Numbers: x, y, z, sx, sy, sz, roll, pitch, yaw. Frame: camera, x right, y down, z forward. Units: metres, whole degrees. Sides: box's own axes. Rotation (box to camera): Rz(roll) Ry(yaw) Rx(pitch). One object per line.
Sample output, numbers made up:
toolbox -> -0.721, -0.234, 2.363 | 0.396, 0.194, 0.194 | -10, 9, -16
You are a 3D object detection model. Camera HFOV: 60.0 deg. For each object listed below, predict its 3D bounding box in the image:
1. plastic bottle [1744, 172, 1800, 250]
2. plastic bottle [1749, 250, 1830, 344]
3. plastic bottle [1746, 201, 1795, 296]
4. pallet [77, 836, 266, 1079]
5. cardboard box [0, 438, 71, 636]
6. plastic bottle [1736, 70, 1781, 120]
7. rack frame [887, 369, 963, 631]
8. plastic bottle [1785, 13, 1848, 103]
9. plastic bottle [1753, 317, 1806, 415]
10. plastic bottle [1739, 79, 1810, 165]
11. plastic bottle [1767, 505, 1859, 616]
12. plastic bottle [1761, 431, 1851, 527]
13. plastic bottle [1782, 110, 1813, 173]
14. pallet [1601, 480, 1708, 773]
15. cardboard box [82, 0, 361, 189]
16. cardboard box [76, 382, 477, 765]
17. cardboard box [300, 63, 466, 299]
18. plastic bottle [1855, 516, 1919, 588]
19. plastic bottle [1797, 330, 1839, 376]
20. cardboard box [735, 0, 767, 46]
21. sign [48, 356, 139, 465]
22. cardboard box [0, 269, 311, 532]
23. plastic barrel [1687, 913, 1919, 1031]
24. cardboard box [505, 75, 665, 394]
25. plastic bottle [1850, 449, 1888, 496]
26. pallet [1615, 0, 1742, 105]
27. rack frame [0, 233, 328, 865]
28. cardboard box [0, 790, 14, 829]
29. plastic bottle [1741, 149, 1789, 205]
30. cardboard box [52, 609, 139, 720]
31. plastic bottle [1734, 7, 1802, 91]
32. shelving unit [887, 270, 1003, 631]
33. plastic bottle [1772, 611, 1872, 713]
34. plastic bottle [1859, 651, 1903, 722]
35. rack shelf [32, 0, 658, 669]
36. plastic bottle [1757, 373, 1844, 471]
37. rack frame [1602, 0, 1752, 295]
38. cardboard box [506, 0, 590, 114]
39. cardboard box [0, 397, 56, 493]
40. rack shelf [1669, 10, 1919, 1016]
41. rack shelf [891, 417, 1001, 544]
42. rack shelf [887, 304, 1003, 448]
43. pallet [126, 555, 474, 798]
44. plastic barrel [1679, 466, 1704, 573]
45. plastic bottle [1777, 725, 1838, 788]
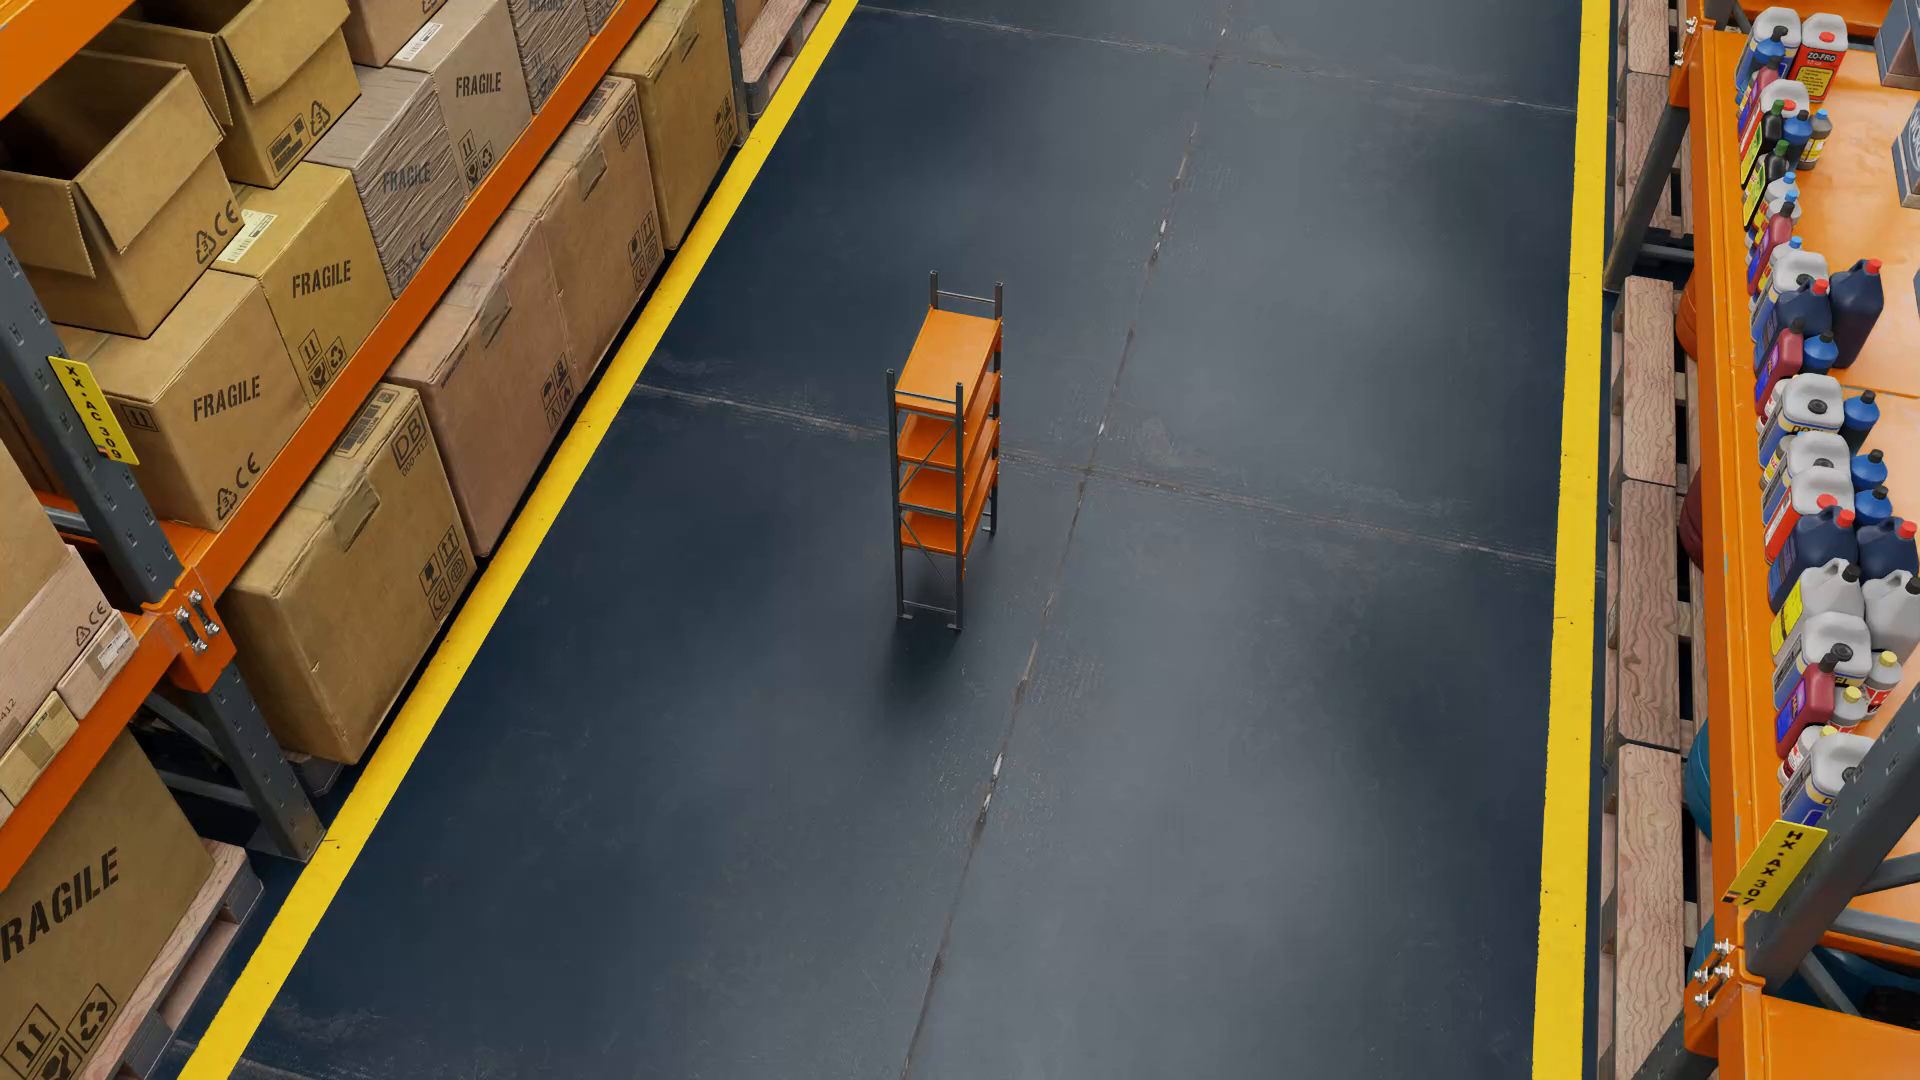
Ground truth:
plastic bottle -> 2.575, -1.042, 5.255 | 0.097, 0.271, 0.097 | 0, 49, 0
plastic bottle -> 2.485, -0.717, 4.965 | 0.152, 0.276, 0.135 | 12, 50, 10
plastic bottle -> 2.501, -0.895, 5.117 | 0.061, 0.283, 0.133 | 12, 50, 10
pallet -> -2.831, 1.363, 4.906 | 1.003, 0.211, 1.213 | 12, 50, 10
cardboard box -> -2.419, -0.006, 3.656 | 0.500, 0.500, 0.500 | 13, 50, 11
plastic bottle -> 2.767, -1.546, 5.746 | 0.097, 0.201, 0.097 | 0, 49, 0
rack frame -> -0.108, -0.101, 5.539 | 0.240, 1.200, 0.015 | 12, 50, 10
plastic bottle -> 2.996, -1.690, 5.823 | 0.152, 0.276, 0.135 | 12, 50, 10
plastic bottle -> 2.357, -0.497, 4.766 | 0.061, 0.283, 0.133 | 12, 50, 10
plastic bottle -> 2.728, -1.385, 5.555 | 0.152, 0.276, 0.135 | 12, 50, 10
plastic bottle -> 2.197, 0.036, 4.250 | 0.144, 0.351, 0.185 | 12, 50, 10
plastic bottle -> 2.279, -0.151, 4.465 | 0.152, 0.276, 0.135 | 12, 50, 10
plastic bottle -> 2.730, -1.293, 5.476 | 0.097, 0.271, 0.097 | 0, 49, 0
pallet -> 2.785, 0.371, 5.782 | 1.003, 0.211, 1.213 | 12, 50, 10
cardboard box -> -2.204, -1.417, 4.764 | 0.797, 0.503, 0.637 | 12, 50, 10
cardboard box -> -2.407, 0.003, 5.384 | 1.225, 0.875, 0.875 | 12, 50, 10
cardboard box -> -1.930, -1.136, 5.186 | 0.500, 0.500, 0.500 | 11, 49, 9
plastic bottle -> 2.337, 0.065, 4.225 | 0.144, 0.351, 0.185 | 12, 50, 10
plastic bottle -> 2.438, -0.491, 4.768 | 0.097, 0.271, 0.097 | 0, 49, 0
cardboard box -> -1.346, -2.794, 8.089 | 0.700, 0.500, 0.500 | 9, 49, 8
sign -> -2.020, -0.298, 3.882 | 0.100, 0.325, 0.005 | 12, 50, 10
cardboard box -> -2.194, -0.411, 4.545 | 0.500, 0.500, 0.500 | 12, 50, 10
plastic barrel -> 2.382, 1.048, 4.443 | 0.600, 0.901, 0.708 | 12, 50, 10
cardboard box -> -1.947, -1.285, 6.521 | 1.225, 0.875, 0.875 | 12, 50, 10
plastic bottle -> 2.404, -0.138, 4.457 | 0.097, 0.271, 0.097 | 0, 49, 0
pallet -> 3.840, -2.520, 8.333 | 1.003, 0.211, 1.213 | 12, 50, 10
rack frame -> -2.556, -0.094, 4.332 | 1.000, 3.000, 0.127 | 12, 50, 10
cardboard box -> -2.455, 0.646, 3.847 | 0.380, 0.149, 0.250 | 11, 49, 9
plastic bottle -> 2.636, -1.185, 5.428 | 0.097, 0.201, 0.097 | 0, 49, 0
cardboard box -> -2.320, 0.274, 4.175 | 0.380, 0.149, 0.250 | 12, 50, 10
plastic bottle -> 2.850, -1.720, 5.850 | 0.152, 0.276, 0.135 | 12, 50, 10
shelving unit -> -0.044, -0.277, 5.694 | 0.258, 1.200, 0.503 | 12, 50, 10
plastic bottle -> 2.111, 0.311, 4.057 | 0.152, 0.276, 0.135 | 12, 50, 10
plastic bottle -> 2.236, 0.347, 4.076 | 0.097, 0.201, 0.097 | 0, 49, 0
rack shelf -> -2.029, -1.303, 5.879 | 1.077, 0.370, 4.000 | 12, 50, 10
plastic bottle -> 2.340, -0.319, 4.613 | 0.152, 0.276, 0.135 | 12, 50, 10
rack frame -> 3.275, -2.010, 6.023 | 1.000, 3.000, 0.127 | 12, 50, 10
cardboard box -> -1.664, -1.879, 5.841 | 0.500, 0.500, 0.500 | 10, 49, 9
cardboard box -> -2.696, -0.519, 4.641 | 0.500, 0.500, 0.500 | 12, 50, 10
rack shelf -> 2.749, -0.325, 5.016 | 1.077, 0.370, 4.000 | 12, 50, 10
rack shelf -> -0.044, -0.233, 5.745 | 0.258, 0.148, 0.480 | 12, 50, 10
rack shelf -> -0.044, -0.537, 5.400 | 0.258, 0.148, 0.480 | 12, 50, 10
pallet -> -2.425, 0.256, 5.884 | 1.003, 0.211, 1.213 | 12, 50, 10
plastic barrel -> 2.866, -0.177, 5.734 | 0.600, 0.588, 0.708 | 12, 50, 10
plastic bottle -> 2.019, 0.511, 3.931 | 0.097, 0.201, 0.097 | 0, 49, 0
